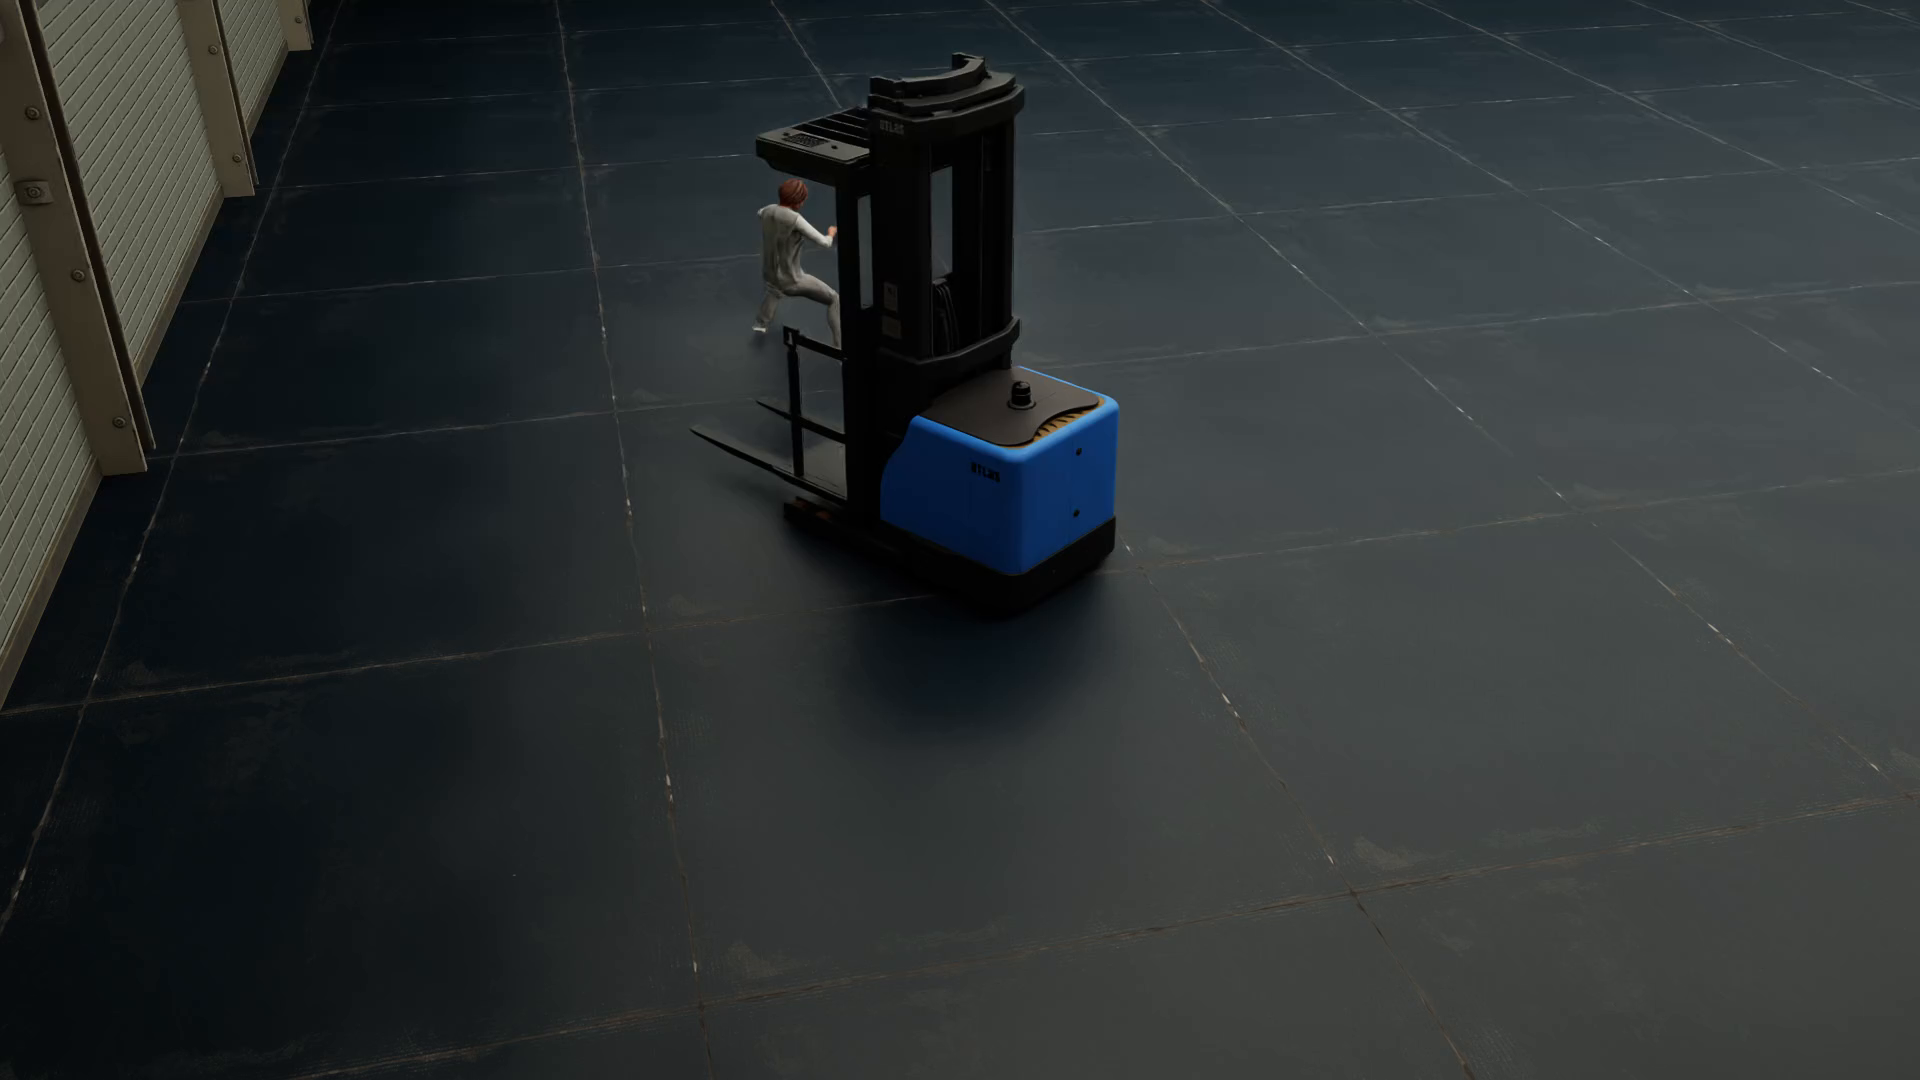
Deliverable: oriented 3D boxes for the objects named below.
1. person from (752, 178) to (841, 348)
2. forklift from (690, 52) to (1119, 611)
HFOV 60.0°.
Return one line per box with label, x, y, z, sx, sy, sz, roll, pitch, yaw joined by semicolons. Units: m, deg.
person;-1.239;-2.127;12.796;0.997;1.379;0.618;26;39;37
forklift;-0.491;-1.469;10.112;3.031;2.935;1.130;24;37;35
